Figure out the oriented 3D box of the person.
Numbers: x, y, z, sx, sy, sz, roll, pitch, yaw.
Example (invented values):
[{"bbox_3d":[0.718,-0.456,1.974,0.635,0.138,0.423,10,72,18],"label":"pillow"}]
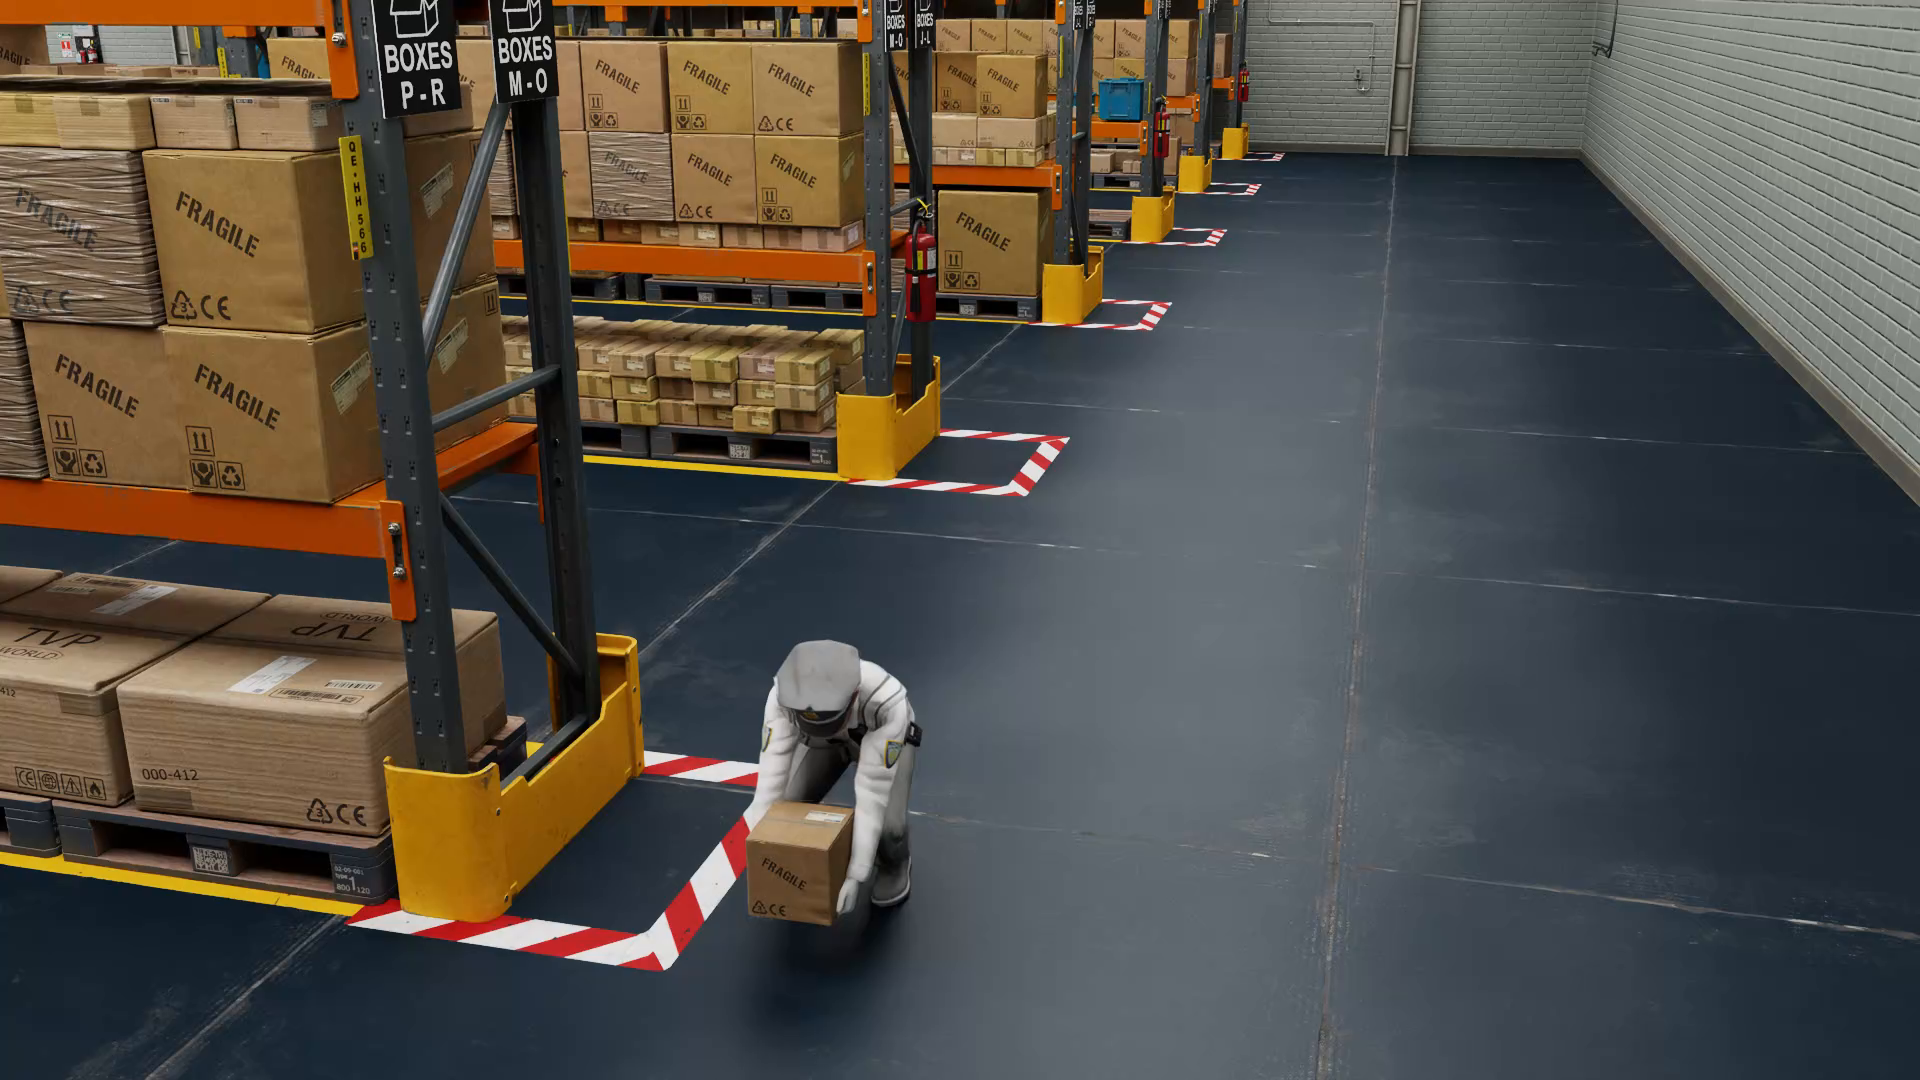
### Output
[{"bbox_3d":[-0.367,0.687,5.093,0.462,0.983,0.842,4,19,12],"label":"person"}]
